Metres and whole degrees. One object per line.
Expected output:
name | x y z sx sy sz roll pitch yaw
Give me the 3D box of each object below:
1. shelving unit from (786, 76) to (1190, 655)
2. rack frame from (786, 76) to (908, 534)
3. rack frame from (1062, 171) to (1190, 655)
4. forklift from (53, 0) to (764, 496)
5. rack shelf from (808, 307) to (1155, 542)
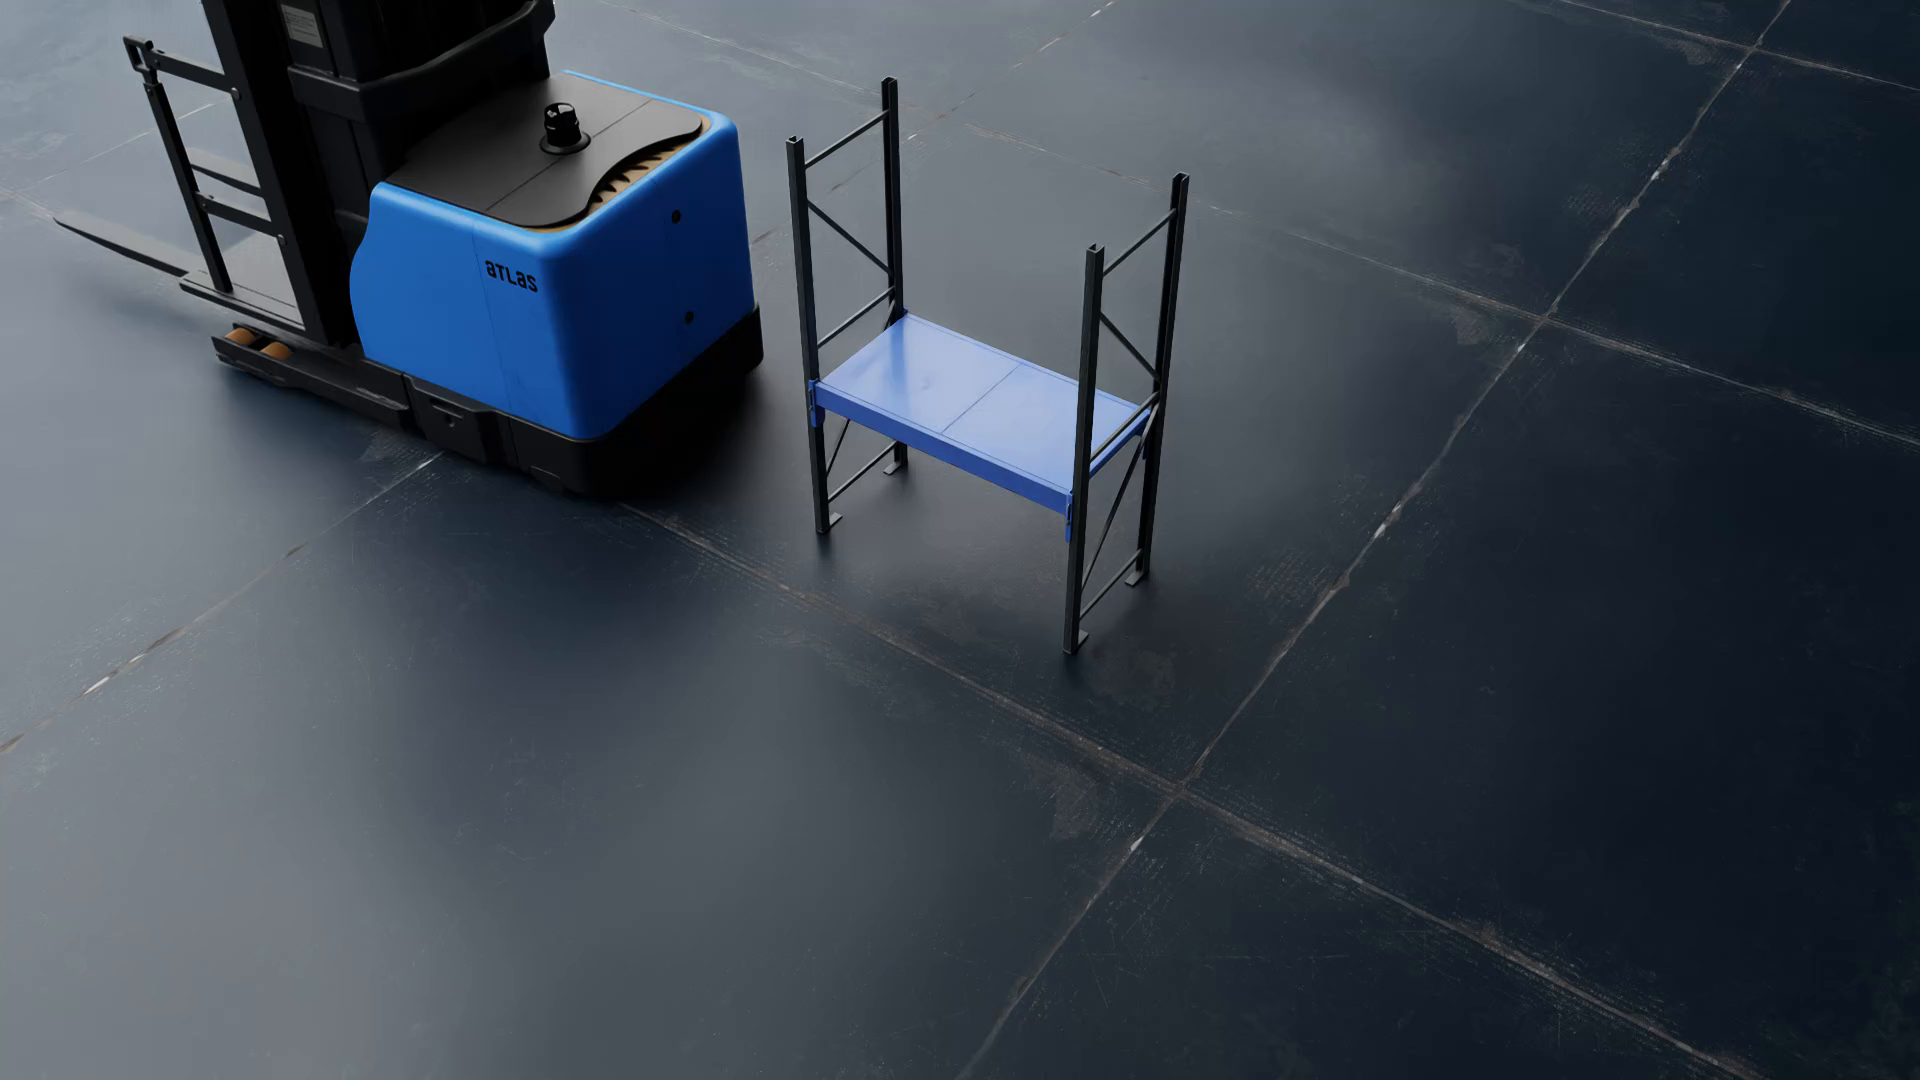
shelving unit | 0.070 -0.526 5.213 1.048 1.500 0.538 25 48 25
rack frame | -0.346 -0.721 5.431 0.032 1.500 0.500 25 48 25
rack frame | 0.486 -0.332 4.996 0.032 1.500 0.500 25 48 25
forklift | -2.298 -1.969 5.752 3.031 2.935 1.130 21 46 22
rack shelf | 0.070 -0.392 5.333 1.000 0.185 0.538 25 48 25
